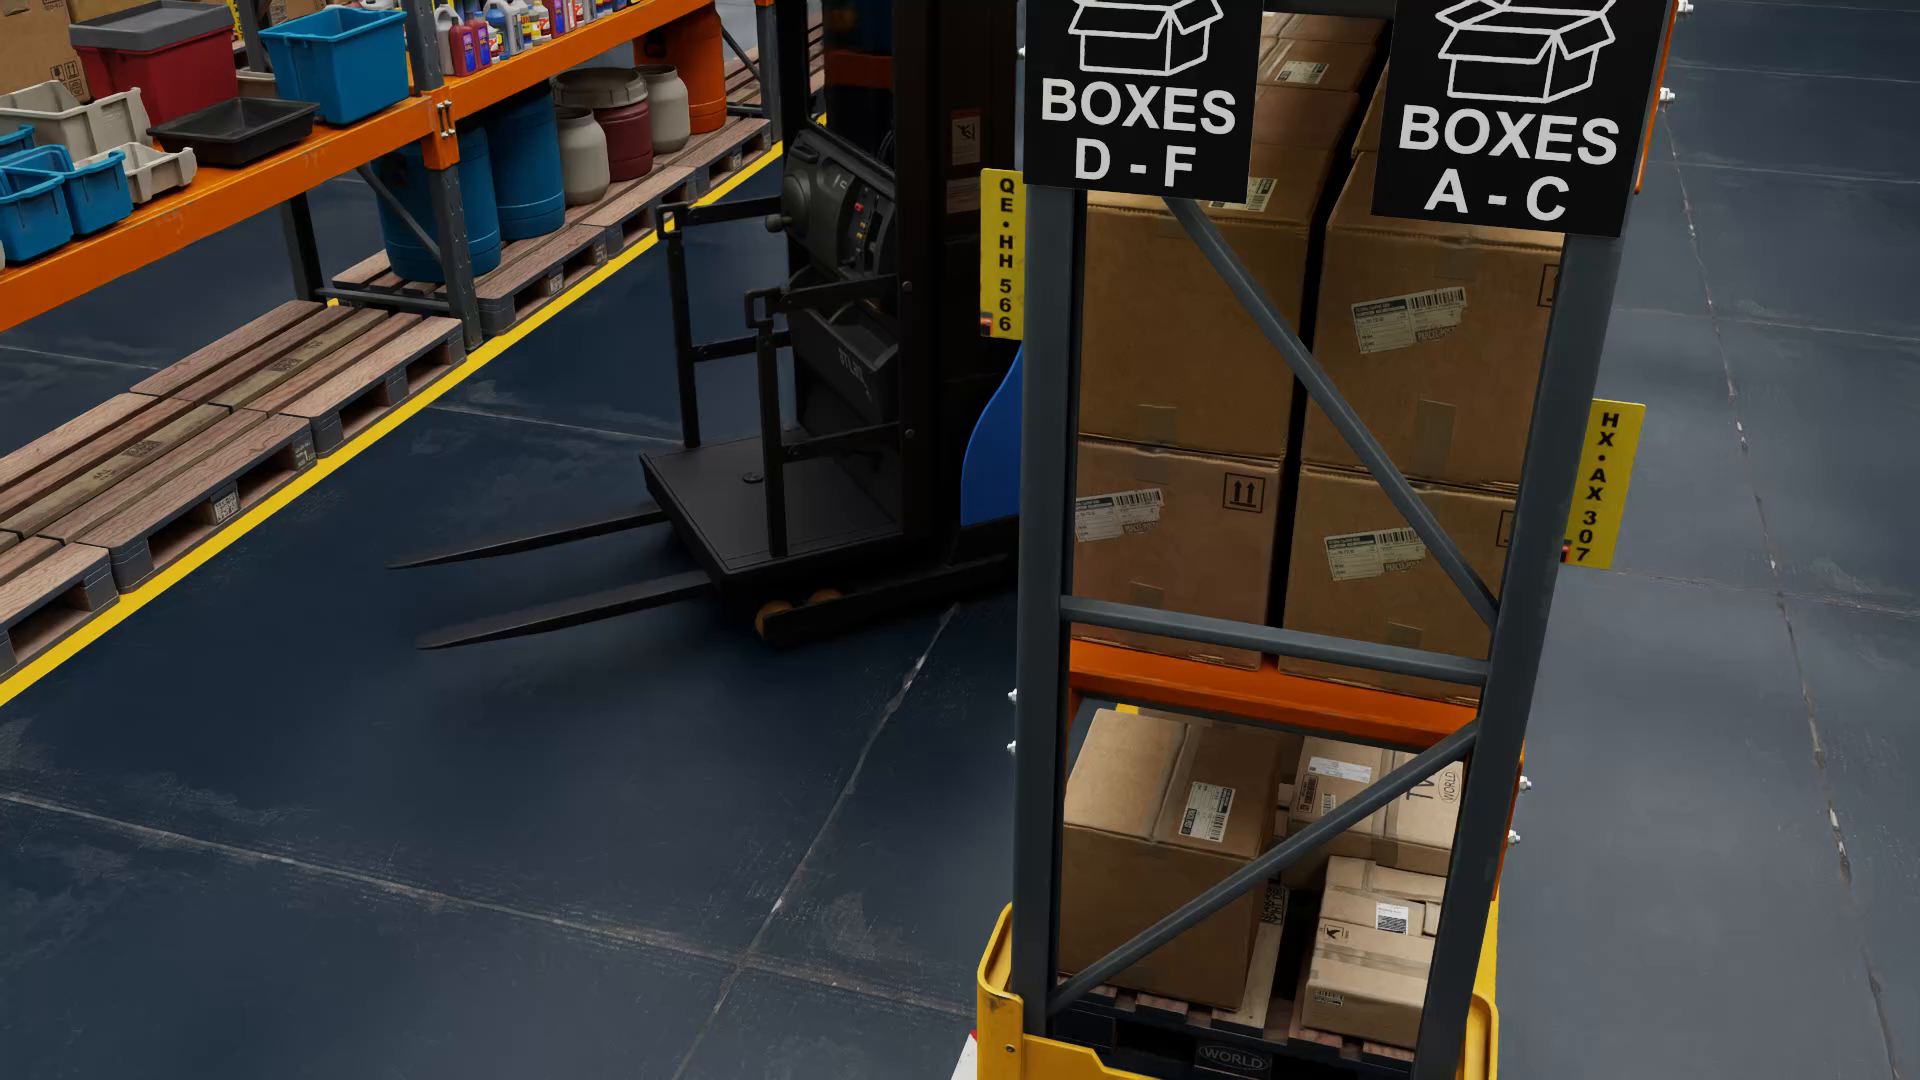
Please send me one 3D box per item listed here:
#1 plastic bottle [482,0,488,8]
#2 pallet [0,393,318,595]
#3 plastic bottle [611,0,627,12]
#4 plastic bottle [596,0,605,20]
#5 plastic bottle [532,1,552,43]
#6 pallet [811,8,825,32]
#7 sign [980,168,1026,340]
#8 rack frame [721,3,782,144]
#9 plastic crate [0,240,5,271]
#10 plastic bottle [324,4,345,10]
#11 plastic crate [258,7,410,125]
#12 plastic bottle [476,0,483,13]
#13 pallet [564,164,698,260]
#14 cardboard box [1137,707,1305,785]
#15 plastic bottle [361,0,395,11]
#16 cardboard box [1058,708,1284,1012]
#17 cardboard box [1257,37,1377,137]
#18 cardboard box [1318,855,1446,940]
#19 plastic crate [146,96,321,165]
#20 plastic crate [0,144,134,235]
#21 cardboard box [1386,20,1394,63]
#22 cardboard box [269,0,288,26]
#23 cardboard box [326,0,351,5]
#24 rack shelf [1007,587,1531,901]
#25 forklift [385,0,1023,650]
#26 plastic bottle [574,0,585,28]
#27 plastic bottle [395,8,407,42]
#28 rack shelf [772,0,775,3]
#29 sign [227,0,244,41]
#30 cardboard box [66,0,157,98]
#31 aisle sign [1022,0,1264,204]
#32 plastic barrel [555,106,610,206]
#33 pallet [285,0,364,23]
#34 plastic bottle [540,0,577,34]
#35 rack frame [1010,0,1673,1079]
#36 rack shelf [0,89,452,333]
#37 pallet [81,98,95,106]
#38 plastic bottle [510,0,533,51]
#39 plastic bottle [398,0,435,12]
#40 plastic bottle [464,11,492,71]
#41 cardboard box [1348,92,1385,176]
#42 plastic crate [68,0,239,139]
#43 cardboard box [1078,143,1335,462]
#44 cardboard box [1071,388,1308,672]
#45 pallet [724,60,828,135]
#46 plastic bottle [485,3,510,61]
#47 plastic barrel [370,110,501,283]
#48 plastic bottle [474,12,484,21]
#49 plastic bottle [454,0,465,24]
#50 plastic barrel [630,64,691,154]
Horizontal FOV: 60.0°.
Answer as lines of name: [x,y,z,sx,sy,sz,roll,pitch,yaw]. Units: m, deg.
plastic bottle: [-2.654,-3.101,9.372,0.097,0.271,0.097,0,29,0]
pallet: [-3.483,-0.228,6.943,1.003,0.211,1.213,8,30,15]
plastic bottle: [-2.001,-3.204,9.475,0.144,0.351,0.185,8,30,15]
plastic bottle: [-2.048,-3.055,9.289,0.097,0.271,0.097,0,29,0]
plastic bottle: [-2.224,-2.747,8.807,0.097,0.201,0.097,0,29,0]
pallet: [-0.794,-4.492,14.607,1.003,0.211,1.213,8,30,15]
sign: [0.087,-0.528,3.098,0.100,0.325,0.005,8,30,15]
rack frame: [-1.774,-4.222,11.254,1.000,3.000,0.127,8,30,15]
plastic crate: [-3.363,-0.935,5.555,0.250,0.136,0.298,8,30,15]
plastic bottle: [-3.142,-2.538,8.354,0.152,0.276,0.135,8,30,15]
plastic crate: [-2.759,-2.117,7.424,0.392,0.384,0.575,8,30,15]
plastic bottle: [-2.779,-3.112,9.387,0.152,0.276,0.135,8,30,15]
pallet: [-2.326,-2.066,10.246,1.003,0.211,1.213,8,30,15]
cardboard box: [0.843,0.489,5.162,0.500,0.250,0.500,8,30,15]
plastic bottle: [-3.035,-2.708,8.660,0.152,0.276,0.135,8,30,15]
cardboard box: [0.536,0.817,4.315,0.500,0.500,0.500,8,30,15]
cardboard box: [0.774,-0.999,4.328,0.500,0.500,0.500,9,30,16]
cardboard box: [1.136,0.989,4.349,0.380,0.166,0.250,8,30,15]
plastic crate: [-3.020,-1.710,6.960,0.437,0.125,0.590,8,30,15]
plastic crate: [-3.261,-1.276,6.069,0.416,0.233,0.300,8,30,15]
cardboard box: [1.076,-1.478,5.189,0.500,0.500,0.500,8,30,13]
cardboard box: [-6.181,-4.602,14.056,0.700,0.500,0.500,6,30,11]
cardboard box: [-5.858,-5.126,14.998,0.700,0.500,0.500,6,30,11]
rack shelf: [1.199,-0.411,5.142,1.077,0.370,4.000,8,30,15]
forklift: [-0.623,-1.185,5.866,3.031,2.935,1.130,-13,32,-22]
plastic bottle: [-2.116,-2.917,9.113,0.097,0.201,0.097,0,29,0]
plastic bottle: [-2.910,-2.666,8.661,0.097,0.201,0.097,0,29,0]
rack shelf: [-1.187,-4.837,13.099,1.077,0.370,4.000,8,30,15]
sign: [-3.474,-2.563,7.987,0.100,0.325,0.005,8,30,15]
cardboard box: [-6.732,-3.866,12.367,1.225,0.875,0.875,7,30,13]
aisle sign: [0.299,-0.944,2.686,0.394,0.787,0.004,8,30,15]
plastic barrel: [-2.313,-2.288,9.905,0.421,0.512,0.421,0,29,0]
pallet: [-5.918,-4.638,14.870,1.003,0.211,1.213,8,30,15]
plastic bottle: [-2.177,-2.900,9.005,0.152,0.276,0.135,8,30,15]
rack frame: [0.615,0.205,3.296,0.949,2.616,0.053,8,30,15]
rack shelf: [-3.536,-1.119,6.416,1.077,0.370,4.000,8,30,15]
pallet: [-6.813,-3.354,12.563,1.003,0.211,1.213,8,30,15]
plastic bottle: [-2.281,-2.687,8.628,0.097,0.271,0.097,0,29,0]
plastic bottle: [-2.854,-2.795,8.739,0.144,0.351,0.185,8,30,15]
plastic bottle: [-2.394,-2.483,8.249,0.061,0.283,0.133,8,30,15]
cardboard box: [1.140,-0.689,3.771,0.500,0.500,0.500,9,30,15]
plastic crate: [-3.450,-2.038,7.200,0.402,0.464,0.583,8,30,15]
cardboard box: [0.479,-0.522,3.472,0.500,0.500,0.500,8,30,14]
cardboard box: [0.483,-0.086,3.716,0.500,0.500,0.500,9,30,16]
pallet: [-1.510,-3.358,12.569,1.003,0.211,1.213,8,30,15]
plastic bottle: [-2.349,-2.580,8.434,0.097,0.271,0.097,0,29,0]
plastic barrel: [-2.773,-1.880,8.770,0.600,0.901,0.708,8,30,15]
plastic bottle: [-2.466,-2.616,8.571,0.097,0.201,0.097,0,29,0]
plastic bottle: [-2.762,-2.931,9.065,0.097,0.271,0.097,0,29,0]
plastic barrel: [-1.982,-2.813,10.849,0.421,0.512,0.421,0,29,0]
